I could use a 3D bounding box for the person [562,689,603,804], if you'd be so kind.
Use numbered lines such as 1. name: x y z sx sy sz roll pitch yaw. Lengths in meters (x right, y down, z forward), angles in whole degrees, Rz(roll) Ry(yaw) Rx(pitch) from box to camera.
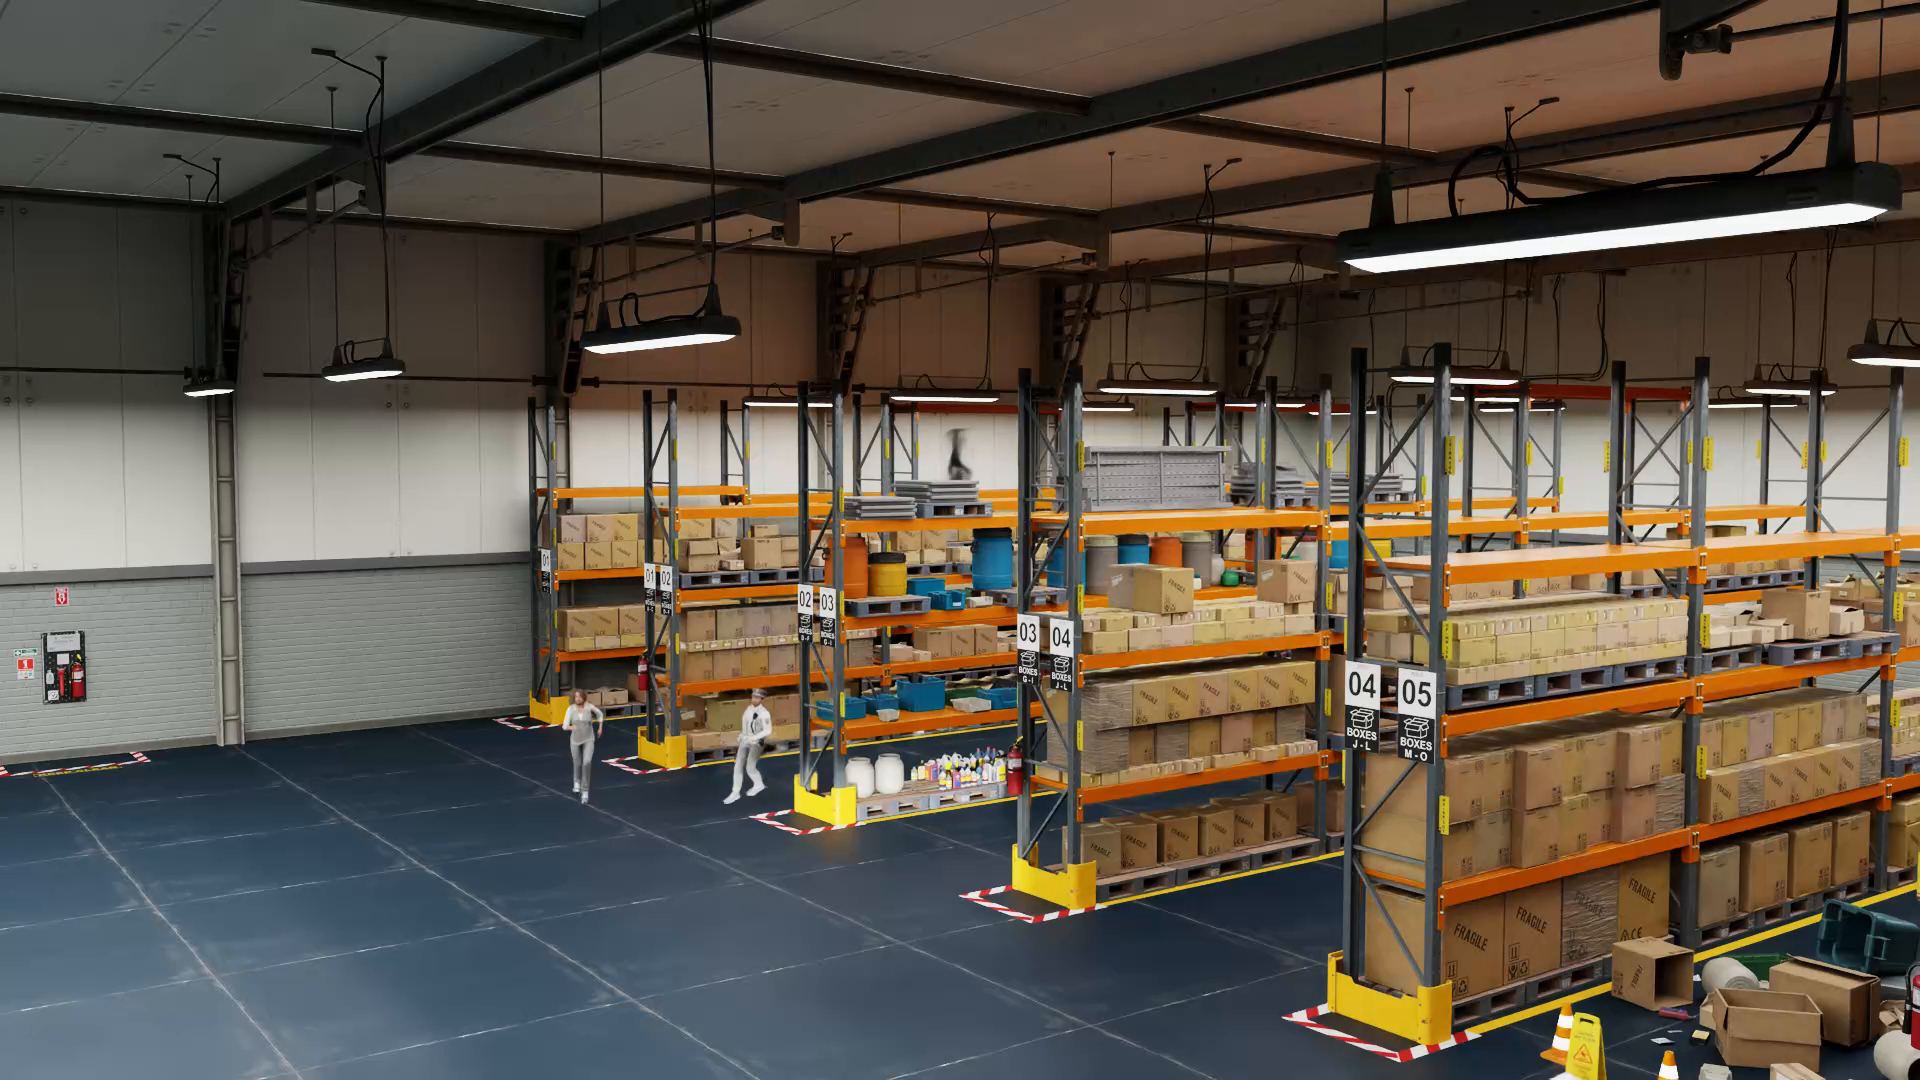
1. person: -5.445 2.947 24.009 0.545 1.629 0.830 0 3 -7

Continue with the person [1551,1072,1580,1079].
1. person: 3.281 3.770 9.041 0.596 1.822 0.874 1 3 13

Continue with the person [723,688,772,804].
1. person: -2.948 2.929 23.777 0.652 1.665 0.713 3 4 38
